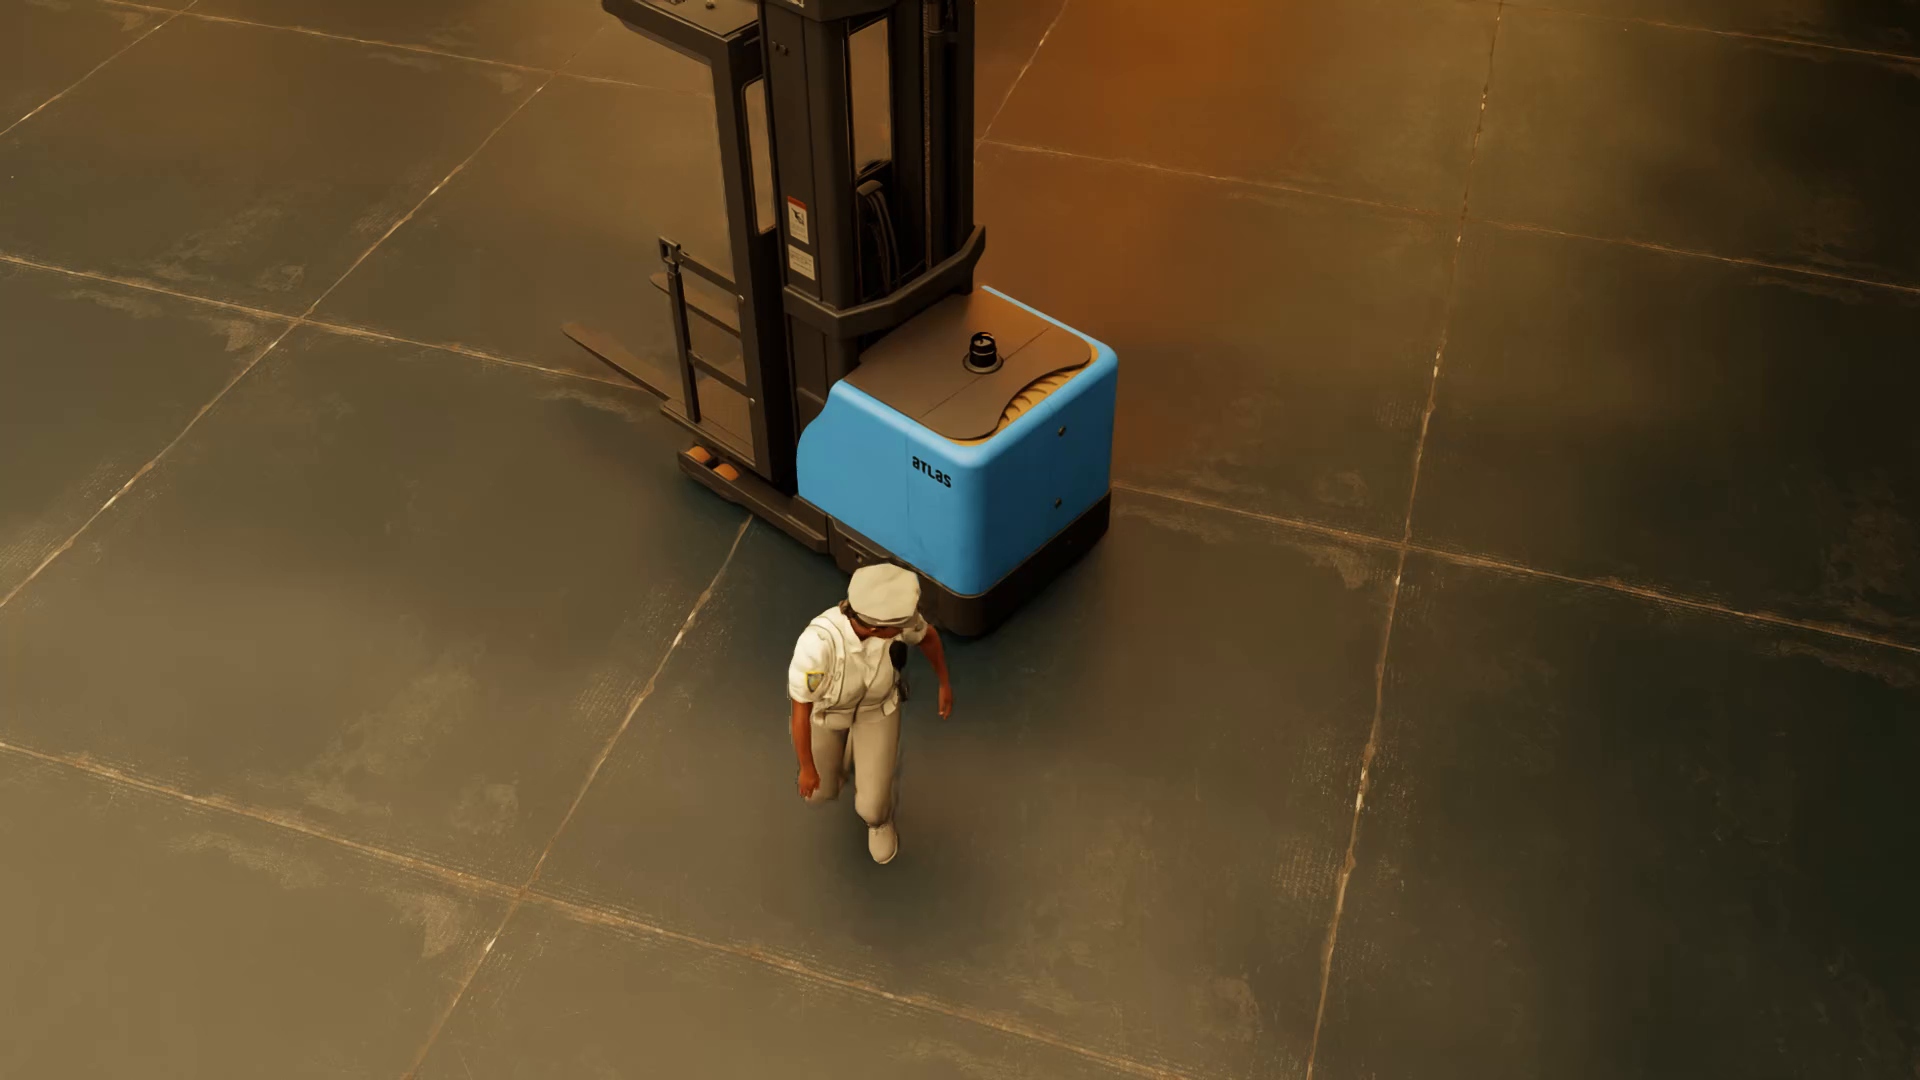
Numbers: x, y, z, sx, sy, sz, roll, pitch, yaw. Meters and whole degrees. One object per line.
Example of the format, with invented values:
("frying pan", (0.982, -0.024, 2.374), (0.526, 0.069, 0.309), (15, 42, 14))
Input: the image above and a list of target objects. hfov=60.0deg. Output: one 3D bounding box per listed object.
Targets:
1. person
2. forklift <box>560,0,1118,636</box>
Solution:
("person", (-0.321, 0.577, 6.186), (0.610, 1.451, 0.681), (-4, 43, -5))
("forklift", (-0.741, -1.517, 7.320), (3.031, 2.935, 1.130), (31, 51, 29))
